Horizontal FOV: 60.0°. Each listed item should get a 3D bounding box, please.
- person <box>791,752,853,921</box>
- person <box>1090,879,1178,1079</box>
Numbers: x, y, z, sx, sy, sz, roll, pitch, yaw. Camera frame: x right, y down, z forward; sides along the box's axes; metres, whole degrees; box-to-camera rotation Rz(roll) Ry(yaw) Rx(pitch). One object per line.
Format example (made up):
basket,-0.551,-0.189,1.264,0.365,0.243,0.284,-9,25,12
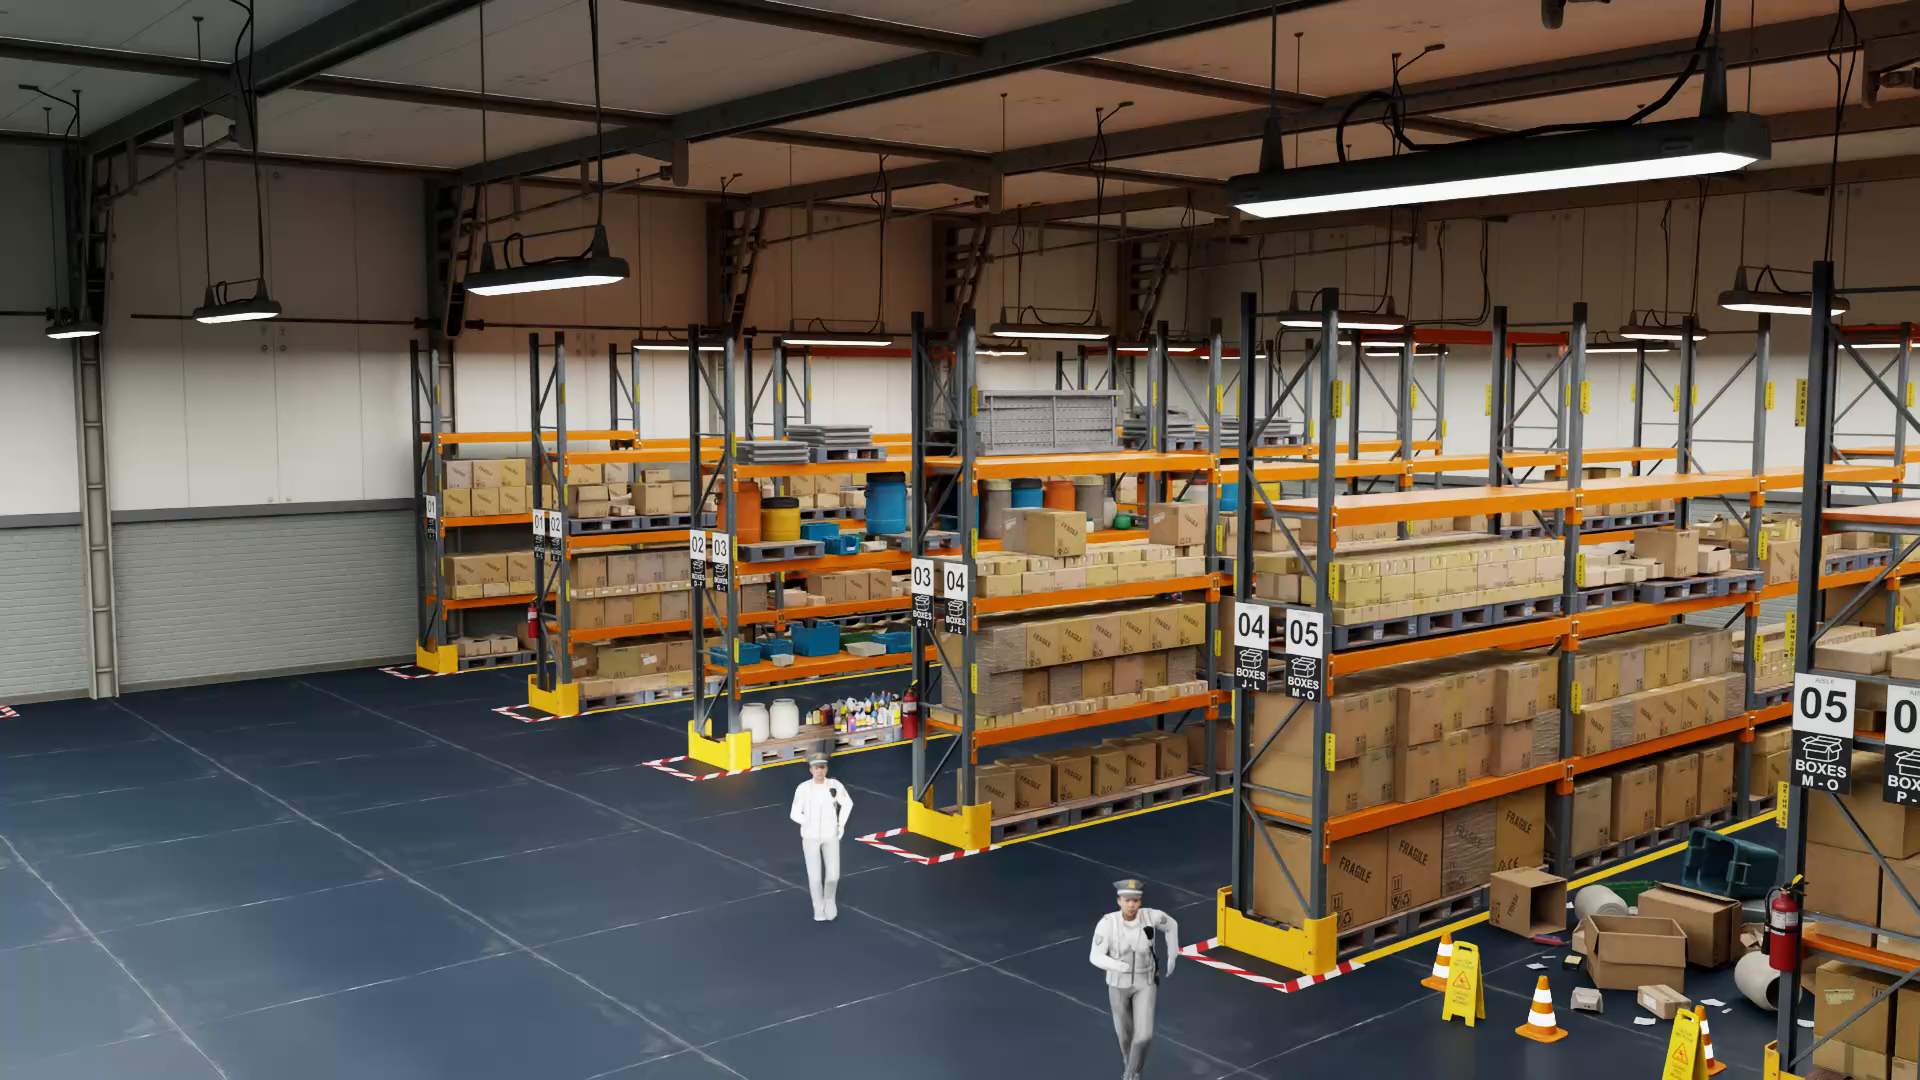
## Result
person,-1.316,2.860,15.914,0.600,1.646,0.578,-1,5,-6
person,1.256,3.215,11.962,0.643,1.660,0.754,0,5,4
